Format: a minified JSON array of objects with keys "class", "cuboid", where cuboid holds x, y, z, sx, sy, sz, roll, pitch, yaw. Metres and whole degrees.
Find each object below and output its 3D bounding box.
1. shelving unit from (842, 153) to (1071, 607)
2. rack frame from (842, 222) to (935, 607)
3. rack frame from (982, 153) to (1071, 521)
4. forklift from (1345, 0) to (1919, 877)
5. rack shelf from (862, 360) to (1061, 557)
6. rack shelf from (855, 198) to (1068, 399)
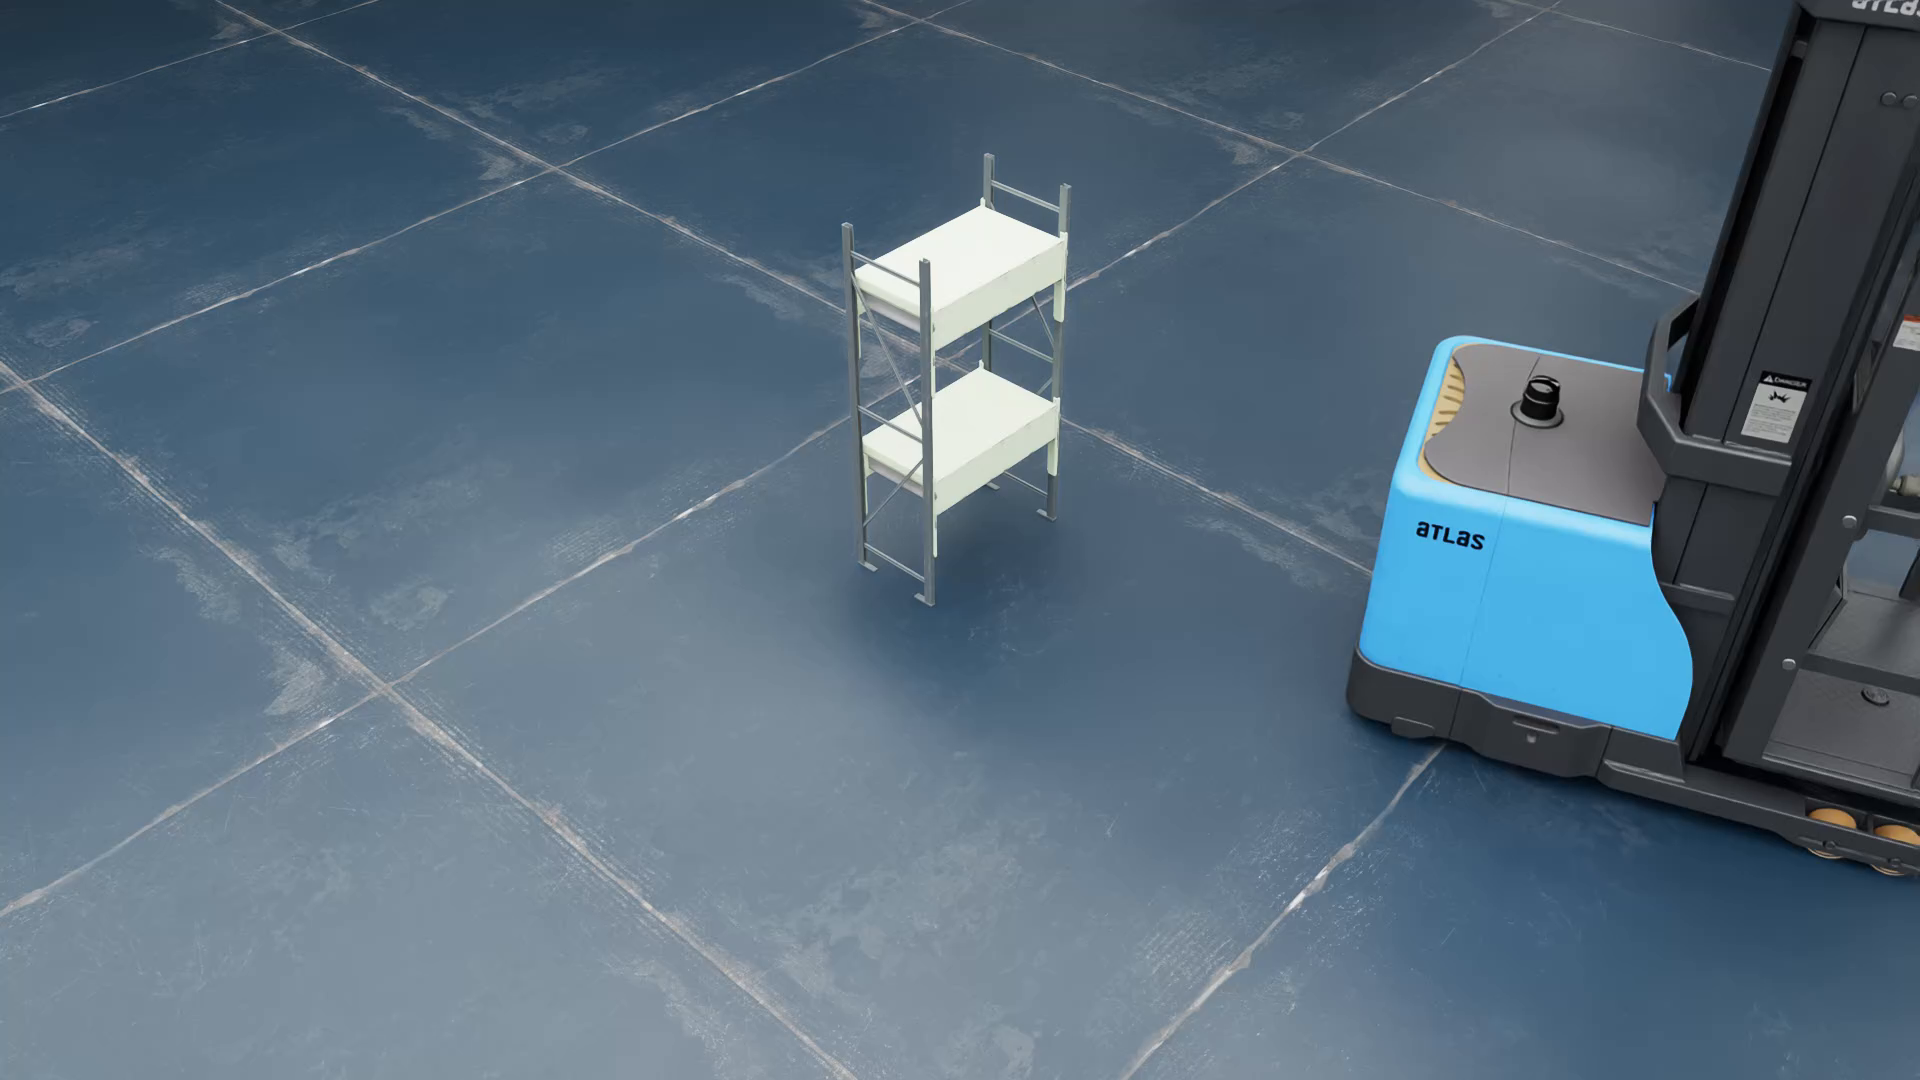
[{"class":"shelving unit","cuboid":[-0.004,-0.584,6.279,0.431,1.500,0.755,30,47,32]},{"class":"rack frame","cuboid":[-0.251,-0.416,6.068,0.400,1.500,0.023,30,47,32]},{"class":"rack frame","cuboid":[0.242,-0.752,6.491,0.400,1.500,0.023,30,47,32]},{"class":"forklift","cuboid":[2.943,-0.438,4.946,3.031,2.935,1.130,14,41,17]},{"class":"rack shelf","cuboid":[-0.004,-0.329,6.482,0.431,0.370,0.720,30,47,32]},{"class":"rack shelf","cuboid":[-0.004,-0.889,6.036,0.431,0.370,0.720,30,47,32]}]
